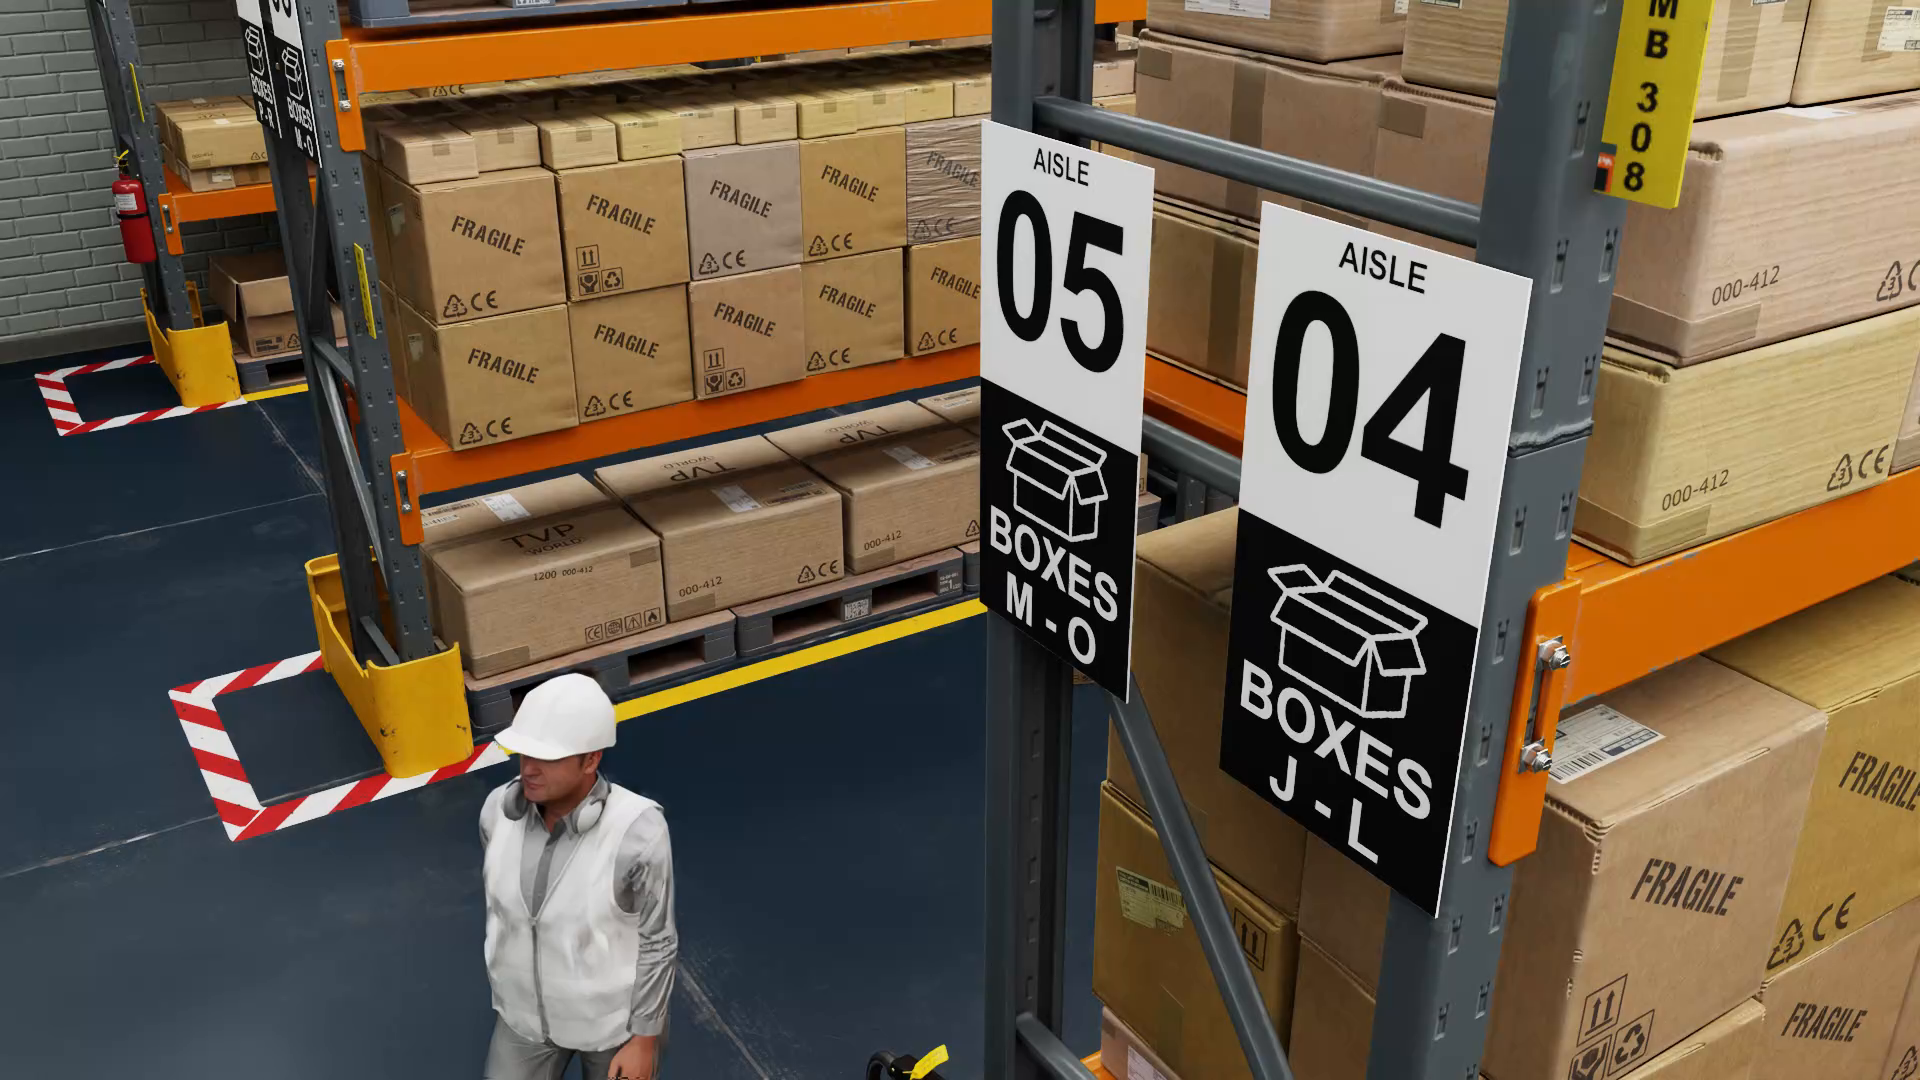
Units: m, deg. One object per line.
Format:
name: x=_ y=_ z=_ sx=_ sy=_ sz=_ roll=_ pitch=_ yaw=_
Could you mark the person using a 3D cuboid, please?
person: x=-0.934 y=1.170 z=4.059 sx=0.538 sy=1.810 sz=0.504 roll=6 pitch=26 yaw=13
